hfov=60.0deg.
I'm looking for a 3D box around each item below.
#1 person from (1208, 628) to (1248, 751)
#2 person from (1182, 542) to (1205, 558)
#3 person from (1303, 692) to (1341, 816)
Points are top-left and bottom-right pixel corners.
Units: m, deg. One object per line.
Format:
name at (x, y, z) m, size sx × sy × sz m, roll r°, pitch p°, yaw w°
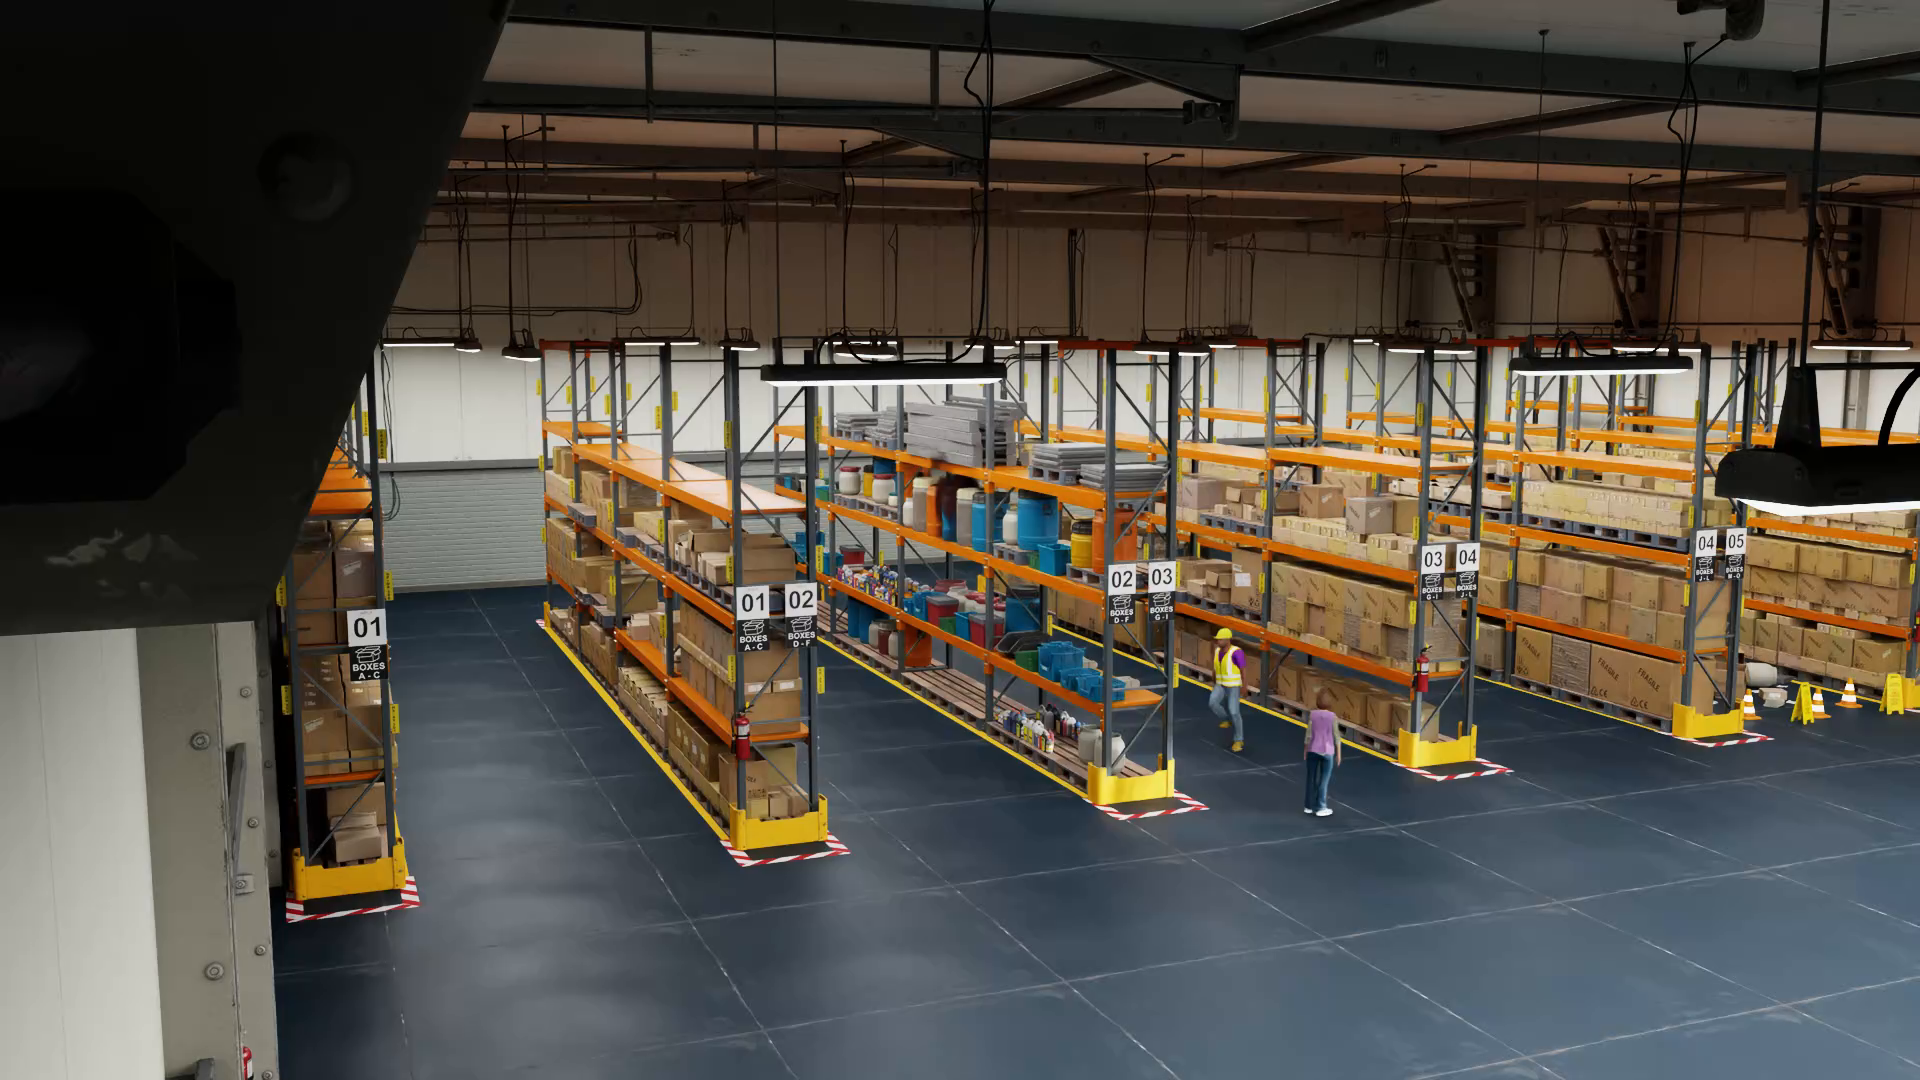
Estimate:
person at (3.962, 2.229, 24.911) m, size 0.533 × 1.803 × 0.650 m, roll -6°, pitch 10°, yaw -39°
person at (5.995, -0.019, 42.206) m, size 1.072 × 1.732 × 0.635 m, roll -4°, pitch 8°, yaw -27°
person at (4.671, 2.761, 21.438) m, size 0.483 × 1.608 × 0.329 m, roll 3°, pitch 8°, yaw 24°
